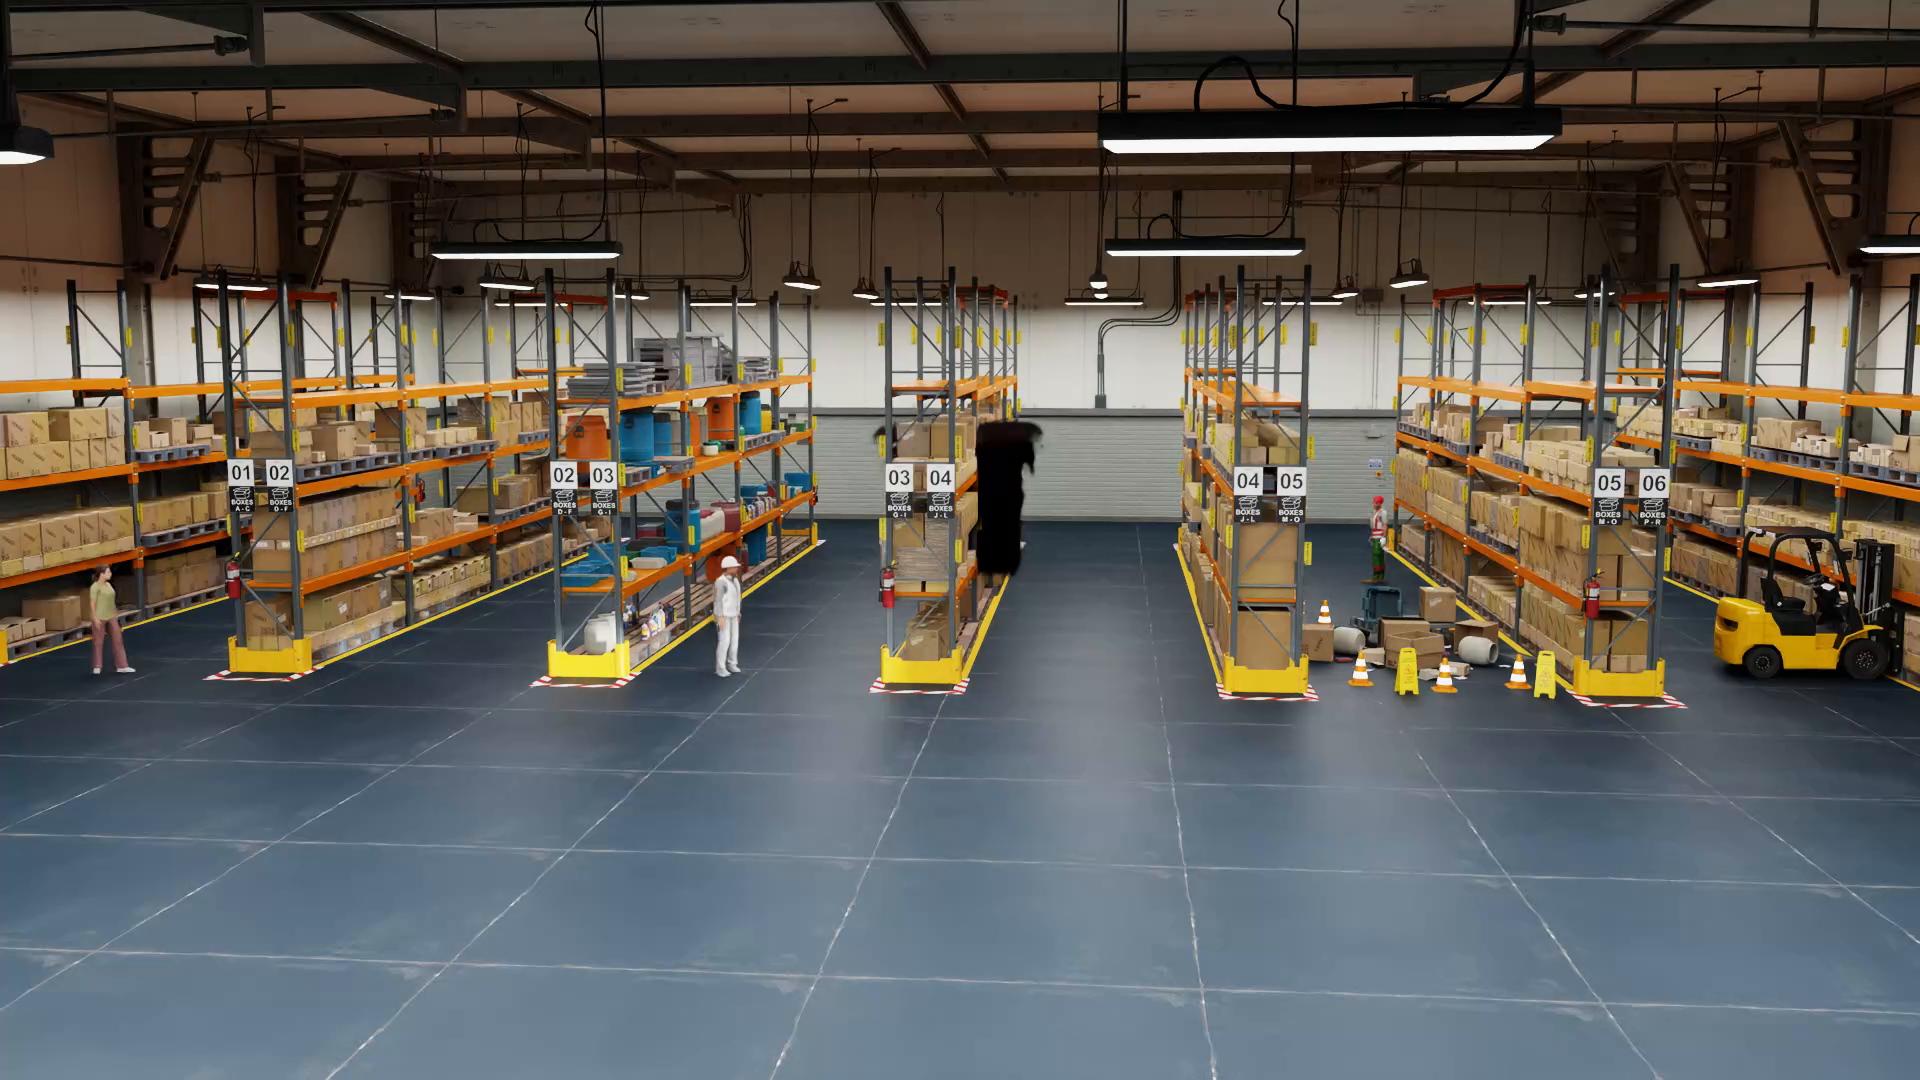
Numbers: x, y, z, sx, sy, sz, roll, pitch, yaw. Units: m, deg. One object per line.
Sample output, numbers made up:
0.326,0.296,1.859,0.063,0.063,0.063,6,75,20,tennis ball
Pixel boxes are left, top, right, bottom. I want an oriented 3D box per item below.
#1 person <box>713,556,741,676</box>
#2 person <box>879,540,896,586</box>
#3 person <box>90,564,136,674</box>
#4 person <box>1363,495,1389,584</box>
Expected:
-3.466,1.127,24.839,0.427,1.799,0.583,3,7,22,person
-1.352,0.240,32.664,0.455,1.594,0.479,0,7,1,person
-12.718,1.182,24.750,0.633,1.658,0.462,3,8,25,person
8.536,-0.022,34.132,0.470,1.792,0.605,1,7,10,person
